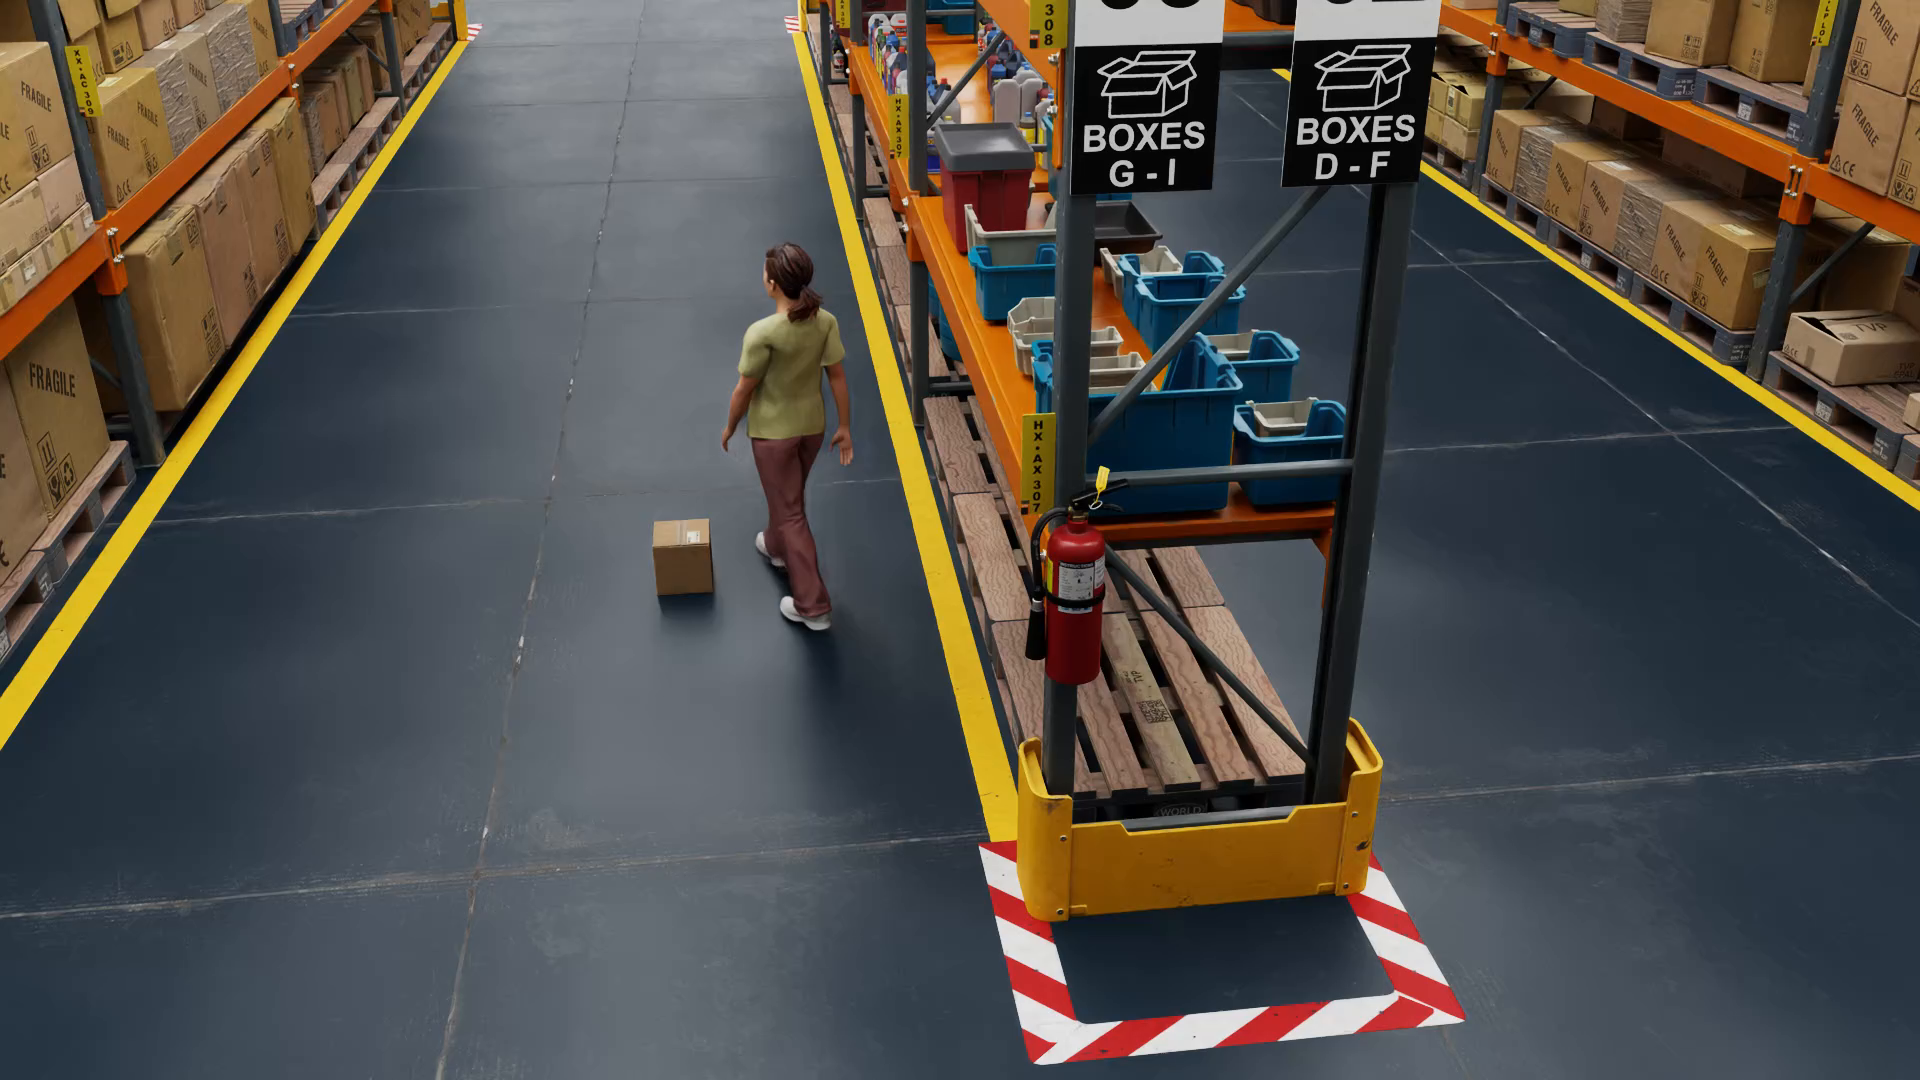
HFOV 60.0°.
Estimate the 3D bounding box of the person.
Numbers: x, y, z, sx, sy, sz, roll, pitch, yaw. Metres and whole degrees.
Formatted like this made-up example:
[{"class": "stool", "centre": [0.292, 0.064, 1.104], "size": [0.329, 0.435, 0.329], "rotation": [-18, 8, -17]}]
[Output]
[{"class": "person", "centre": [-0.810, -0.492, 7.056], "size": [0.469, 1.644, 0.853], "rotation": [-21, 34, -35]}]
